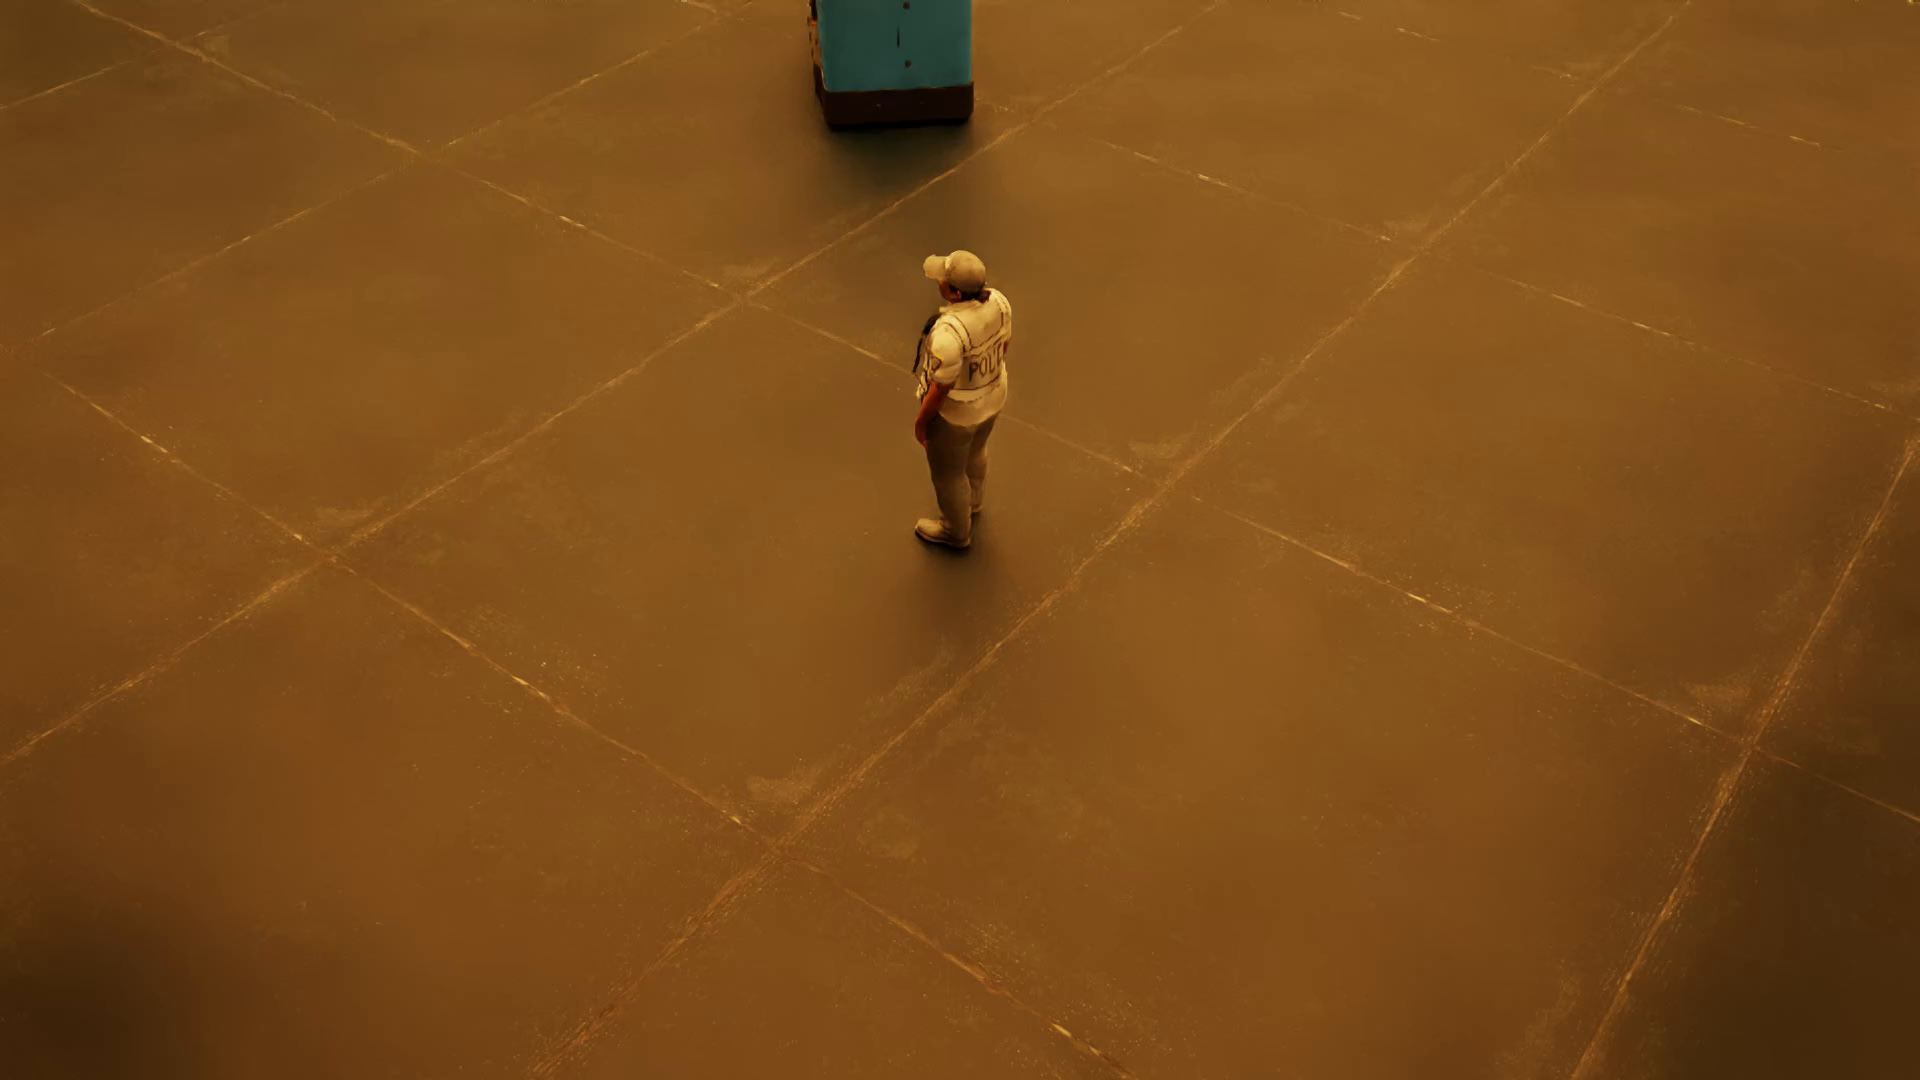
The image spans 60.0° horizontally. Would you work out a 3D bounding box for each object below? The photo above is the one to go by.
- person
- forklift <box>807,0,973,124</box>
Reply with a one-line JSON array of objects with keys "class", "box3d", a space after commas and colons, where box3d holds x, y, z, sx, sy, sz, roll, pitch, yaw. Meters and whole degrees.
[{"class": "person", "box3d": [-0.047, -0.682, 7.837, 0.529, 1.669, 0.598, 26, 47, 28]}, {"class": "forklift", "box3d": [-0.597, -4.975, 11.909, 1.130, 2.935, 3.031, -4, 41, -5]}]
